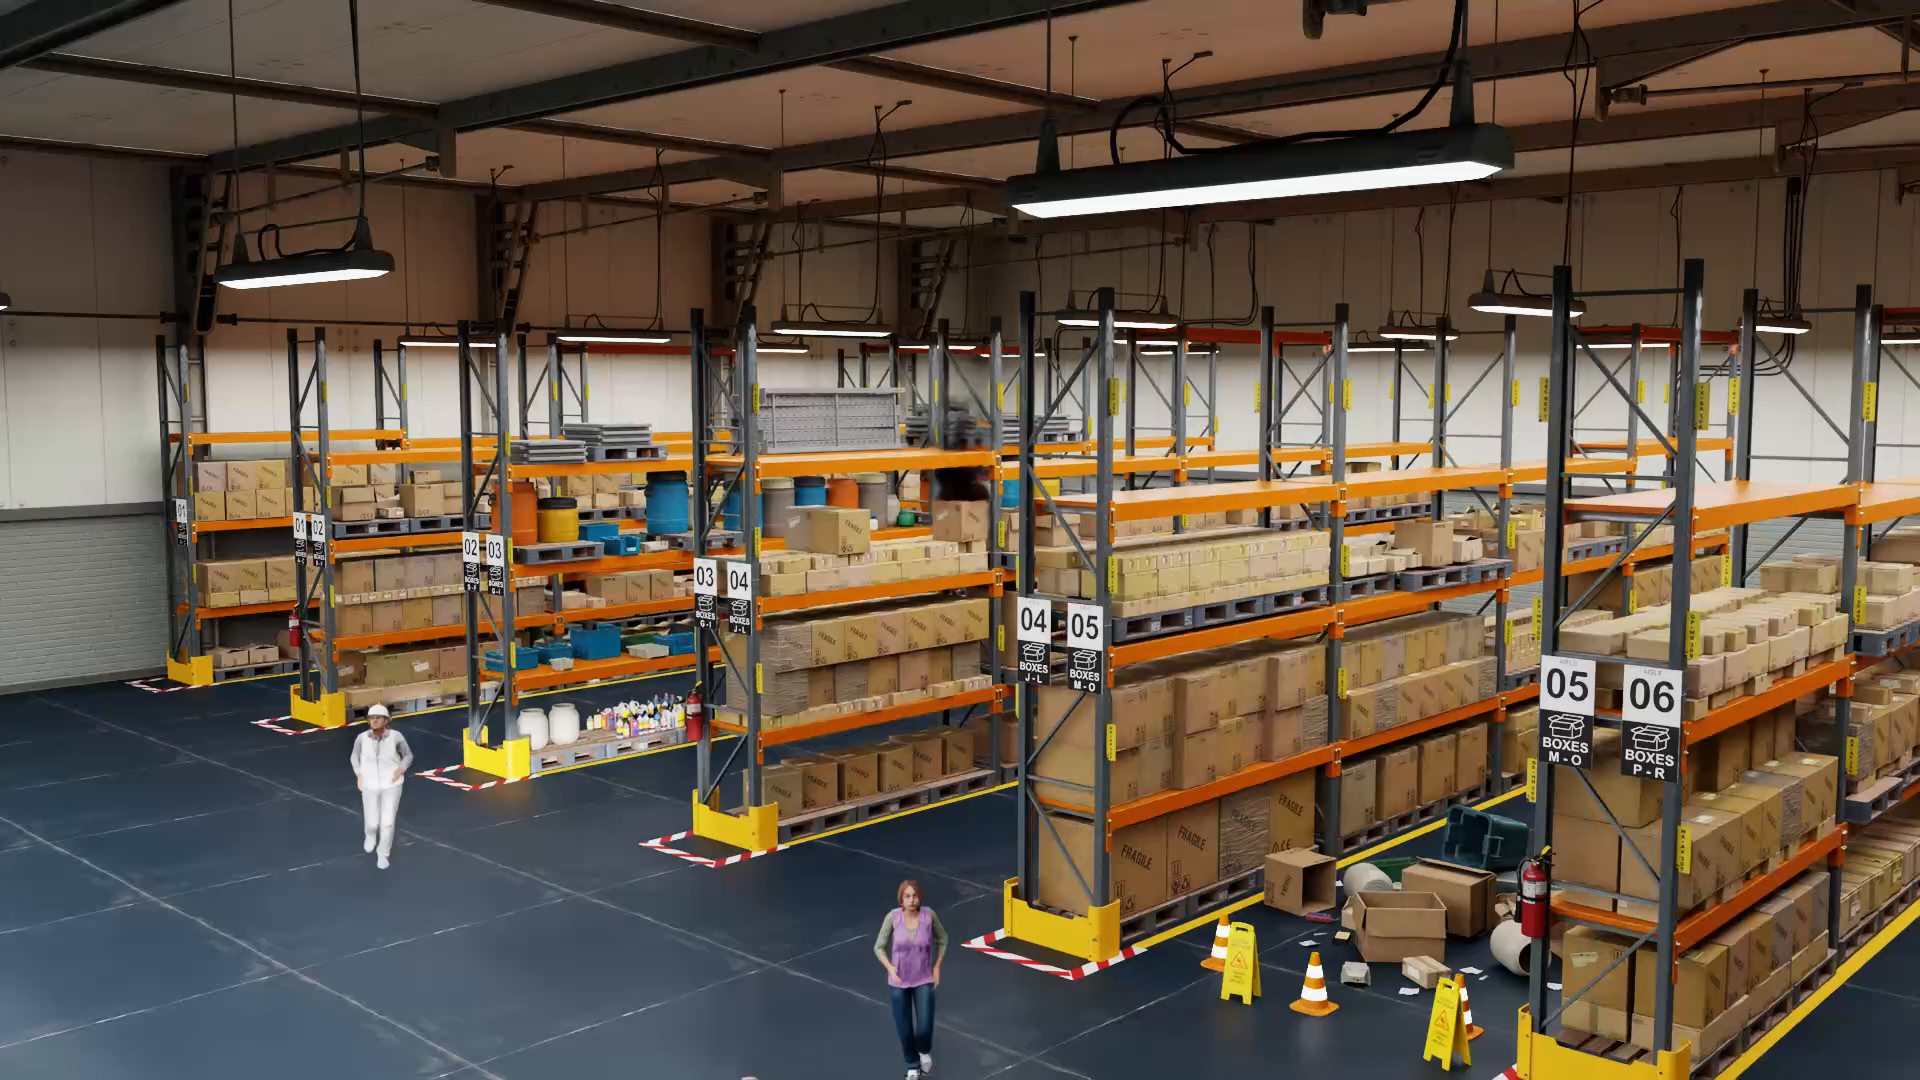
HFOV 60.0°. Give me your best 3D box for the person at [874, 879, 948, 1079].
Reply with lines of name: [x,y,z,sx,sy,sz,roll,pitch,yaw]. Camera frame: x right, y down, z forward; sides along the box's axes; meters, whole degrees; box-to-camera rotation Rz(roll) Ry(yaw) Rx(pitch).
person: [-0.358,3.248,12.141,0.539,1.564,0.519,0,5,-1]

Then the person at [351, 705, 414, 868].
person: [-6.213,2.630,17.892,0.656,1.746,0.627,-1,6,-14]

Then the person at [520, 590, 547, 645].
person: [-7.748,1.450,30.006,0.852,1.747,0.675,-5,7,-42]
